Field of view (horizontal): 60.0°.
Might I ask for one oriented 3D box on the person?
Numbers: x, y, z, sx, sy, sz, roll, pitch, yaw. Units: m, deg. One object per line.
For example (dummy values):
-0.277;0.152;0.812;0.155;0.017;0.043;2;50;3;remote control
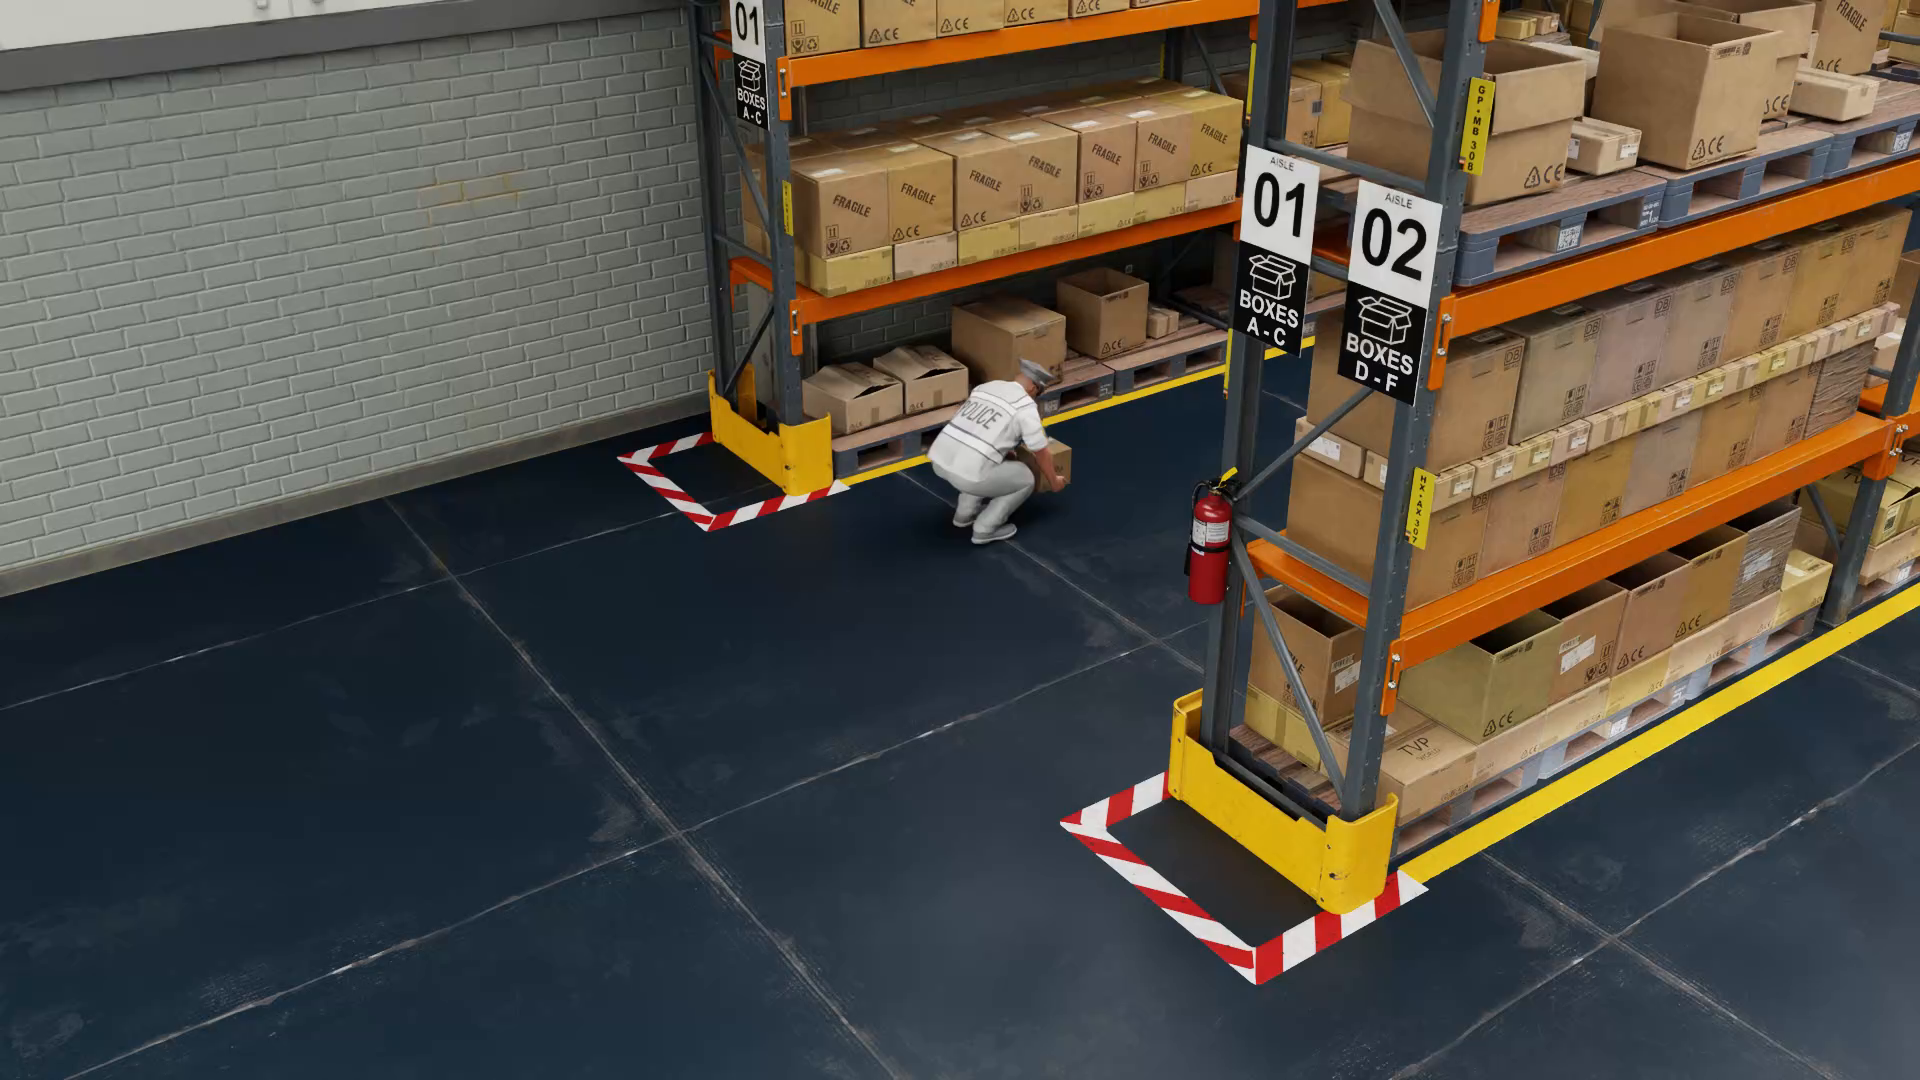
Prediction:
0.217;-0.565;10.418;0.916;1.038;0.566;-19;34;-31;person
